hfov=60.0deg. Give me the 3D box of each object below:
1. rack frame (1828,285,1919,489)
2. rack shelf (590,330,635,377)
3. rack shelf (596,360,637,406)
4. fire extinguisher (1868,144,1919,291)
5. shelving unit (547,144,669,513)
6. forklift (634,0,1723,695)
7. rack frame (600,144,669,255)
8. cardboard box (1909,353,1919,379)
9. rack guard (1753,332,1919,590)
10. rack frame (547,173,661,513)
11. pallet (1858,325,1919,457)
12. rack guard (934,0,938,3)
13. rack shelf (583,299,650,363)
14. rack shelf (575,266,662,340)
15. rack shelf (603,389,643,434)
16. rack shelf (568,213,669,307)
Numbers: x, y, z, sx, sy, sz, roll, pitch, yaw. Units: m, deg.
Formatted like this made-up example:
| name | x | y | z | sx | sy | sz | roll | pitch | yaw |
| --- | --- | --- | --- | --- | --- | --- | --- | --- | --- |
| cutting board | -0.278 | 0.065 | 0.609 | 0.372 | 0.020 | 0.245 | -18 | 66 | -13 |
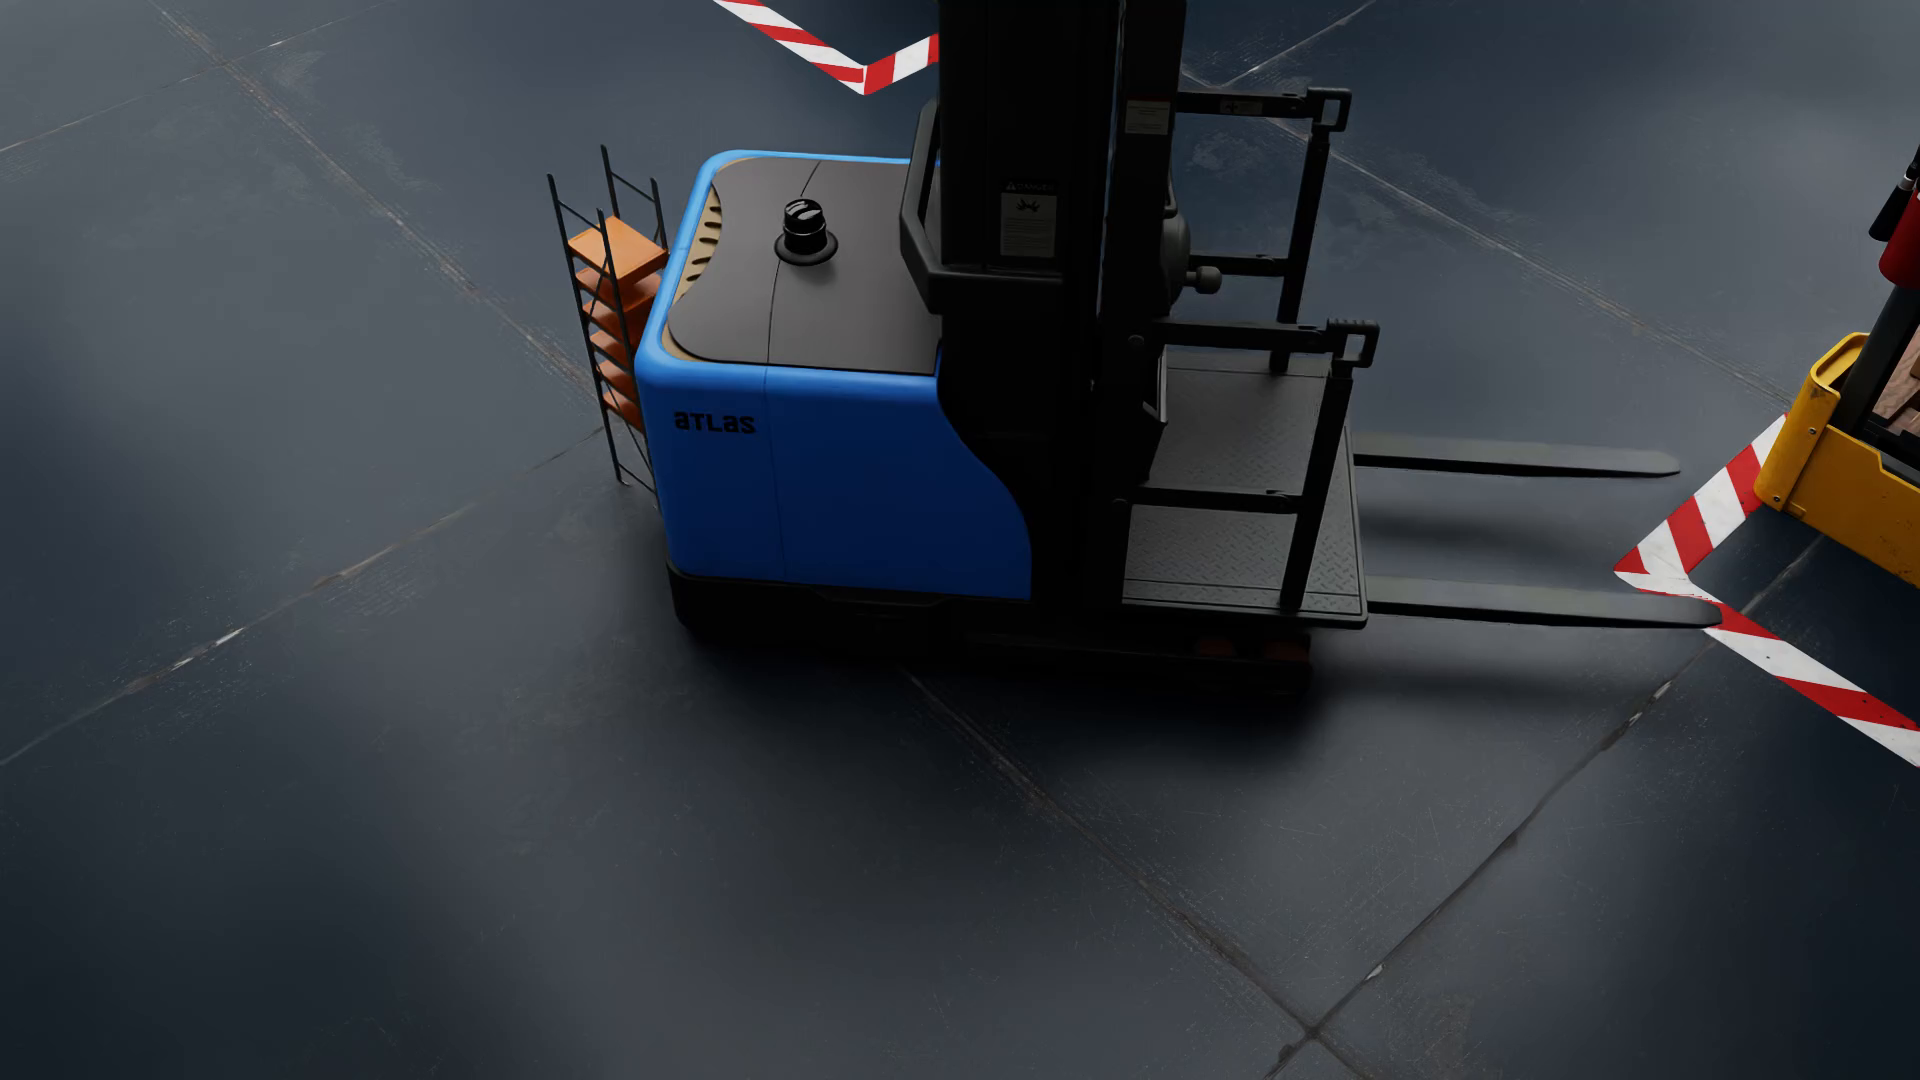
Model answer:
| name | x | y | z | sx | sy | sz | roll | pitch | yaw |
| --- | --- | --- | --- | --- | --- | --- | --- | --- | --- |
| rack frame | 3.085 | -0.954 | 4.089 | 0.127 | 3.000 | 1.000 | -34 | 56 | -27 |
| rack shelf | -0.973 | -0.560 | 5.008 | 0.258 | 0.103 | 0.180 | 36 | 57 | 28 |
| rack shelf | -0.972 | -0.480 | 5.097 | 0.258 | 0.103 | 0.180 | 36 | 57 | 28 |
| fire extinguisher | 2.663 | -0.977 | 4.417 | 0.183 | 0.674 | 0.296 | -34 | 56 | -27 |
| shelving unit | -0.973 | -0.590 | 4.975 | 0.258 | 1.200 | 0.189 | 36 | 57 | 28 |
| forklift | 0.697 | -0.957 | 4.139 | 3.031 | 2.935 | 1.130 | 4 | 47 | 4 |
| rack frame | -0.909 | -0.639 | 5.018 | 0.240 | 1.200 | 0.006 | 36 | 57 | 28 |
| cardboard box | 3.536 | -0.649 | 5.223 | 0.500 | 0.500 | 0.700 | -34 | 56 | -27 |
| rack guard | 3.068 | -0.094 | 4.997 | 0.348 | 0.500 | 1.175 | -34 | 56 | -27 |
| rack frame | -1.037 | -0.541 | 4.931 | 0.240 | 1.200 | 0.006 | 36 | 57 | 28 |
| pallet | 3.624 | -0.446 | 5.518 | 1.213 | 0.211 | 1.003 | -34 | 56 | -27 |
| rack guard | -0.194 | -2.835 | 7.526 | 0.348 | 0.500 | 1.175 | -34 | 56 | -27 |
| rack shelf | -0.974 | -0.640 | 4.918 | 0.258 | 0.103 | 0.180 | 36 | 57 | 28 |
| rack shelf | -0.974 | -0.720 | 4.829 | 0.258 | 0.103 | 0.180 | 36 | 57 | 28 |
| rack shelf | -0.971 | -0.400 | 5.187 | 0.258 | 0.103 | 0.180 | 36 | 57 | 28 |
| rack shelf | -0.975 | -0.800 | 4.739 | 0.258 | 0.103 | 0.180 | 36 | 57 | 28 |
